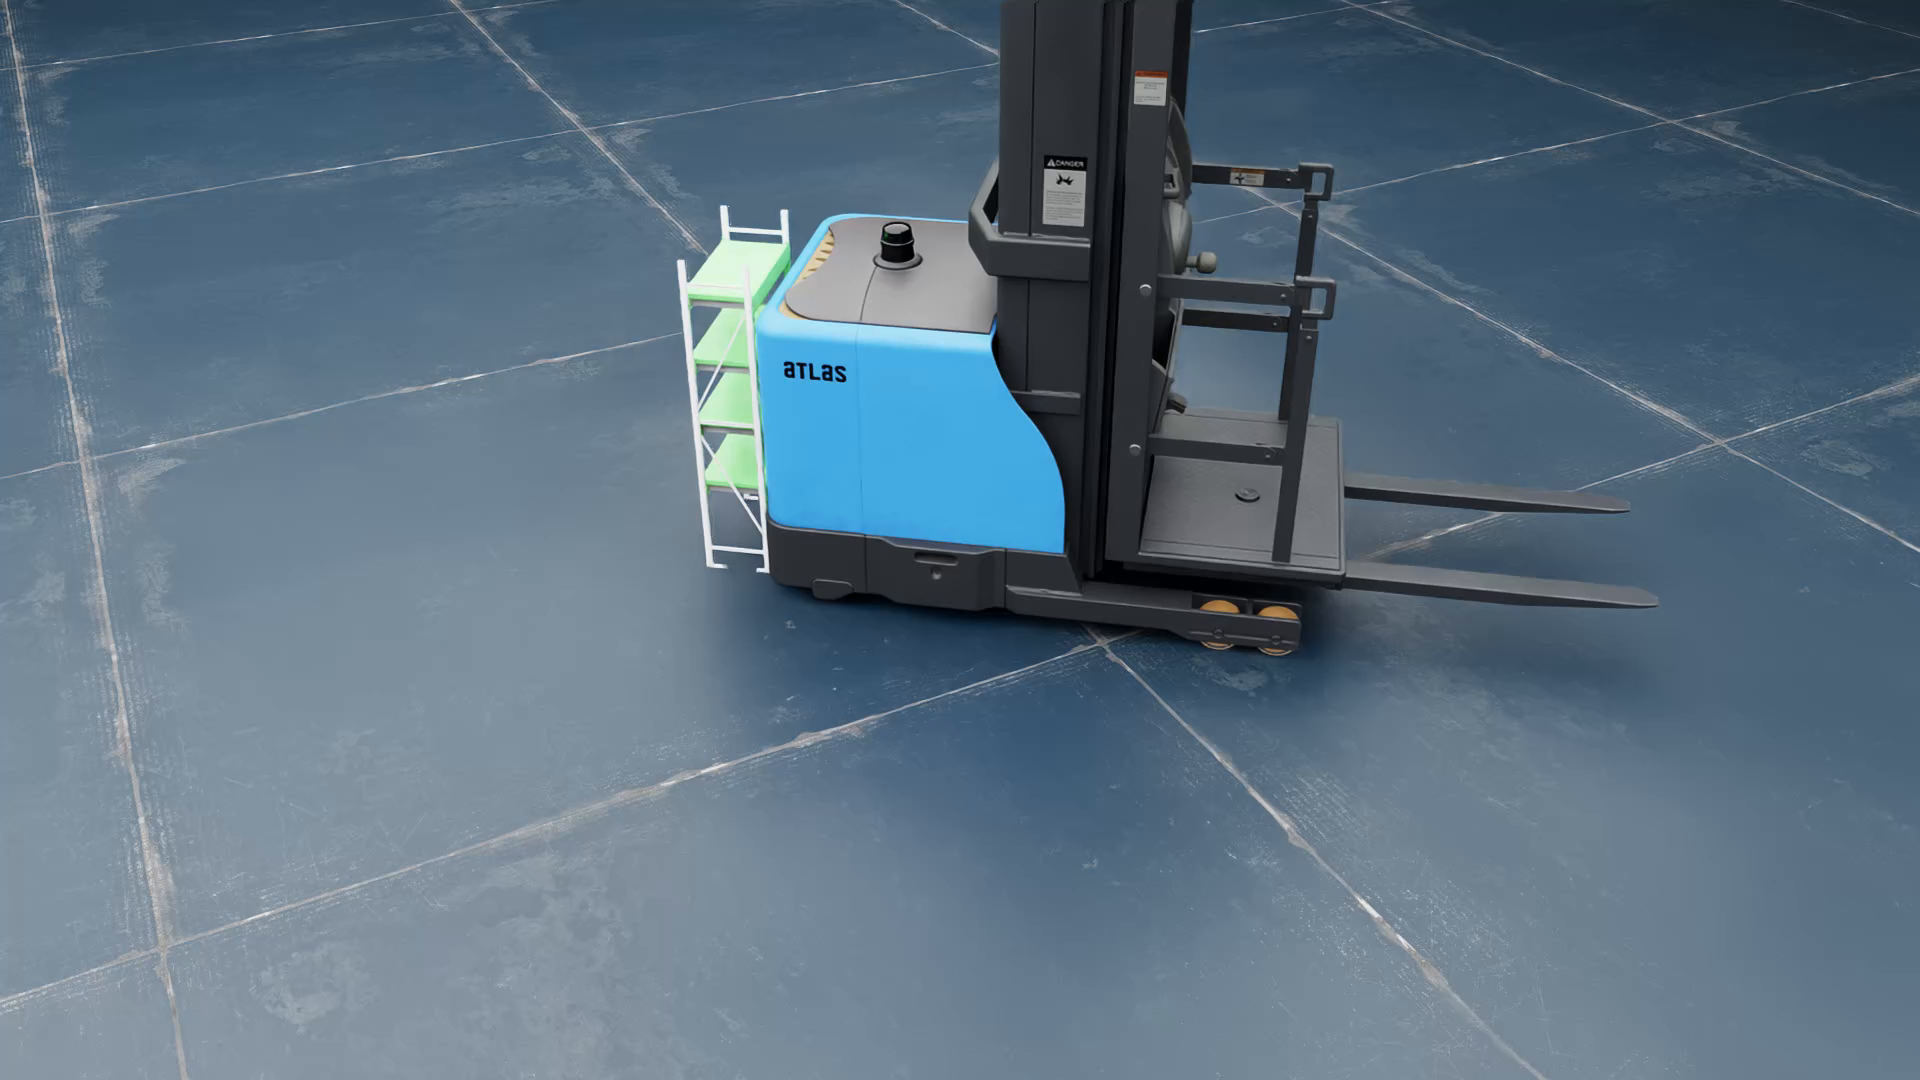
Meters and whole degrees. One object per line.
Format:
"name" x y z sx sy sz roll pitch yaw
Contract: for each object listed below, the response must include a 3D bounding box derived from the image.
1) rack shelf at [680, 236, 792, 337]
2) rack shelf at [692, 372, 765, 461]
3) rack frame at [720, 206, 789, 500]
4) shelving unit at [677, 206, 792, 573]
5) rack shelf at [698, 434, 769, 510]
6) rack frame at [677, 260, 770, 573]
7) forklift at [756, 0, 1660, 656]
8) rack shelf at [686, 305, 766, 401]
"rack shelf" -0.766 -0.880 5.740 0.258 0.148 0.480 5 33 8
"rack shelf" -0.766 -0.476 5.999 0.258 0.148 0.480 5 33 8
"rack frame" -0.725 -0.659 6.167 0.240 1.200 0.015 5 33 8
"shelving unit" -0.766 -0.530 5.964 0.258 1.200 0.503 5 33 8
"rack shelf" -0.766 -0.274 6.128 0.258 0.148 0.480 5 33 8
"rack frame" -0.807 -0.400 5.762 0.240 1.200 0.015 5 33 8
"forklift" 0.885 -1.154 5.334 3.031 2.935 1.130 6 33 9
"rack shelf" -0.766 -0.678 5.869 0.258 0.148 0.480 5 33 8
